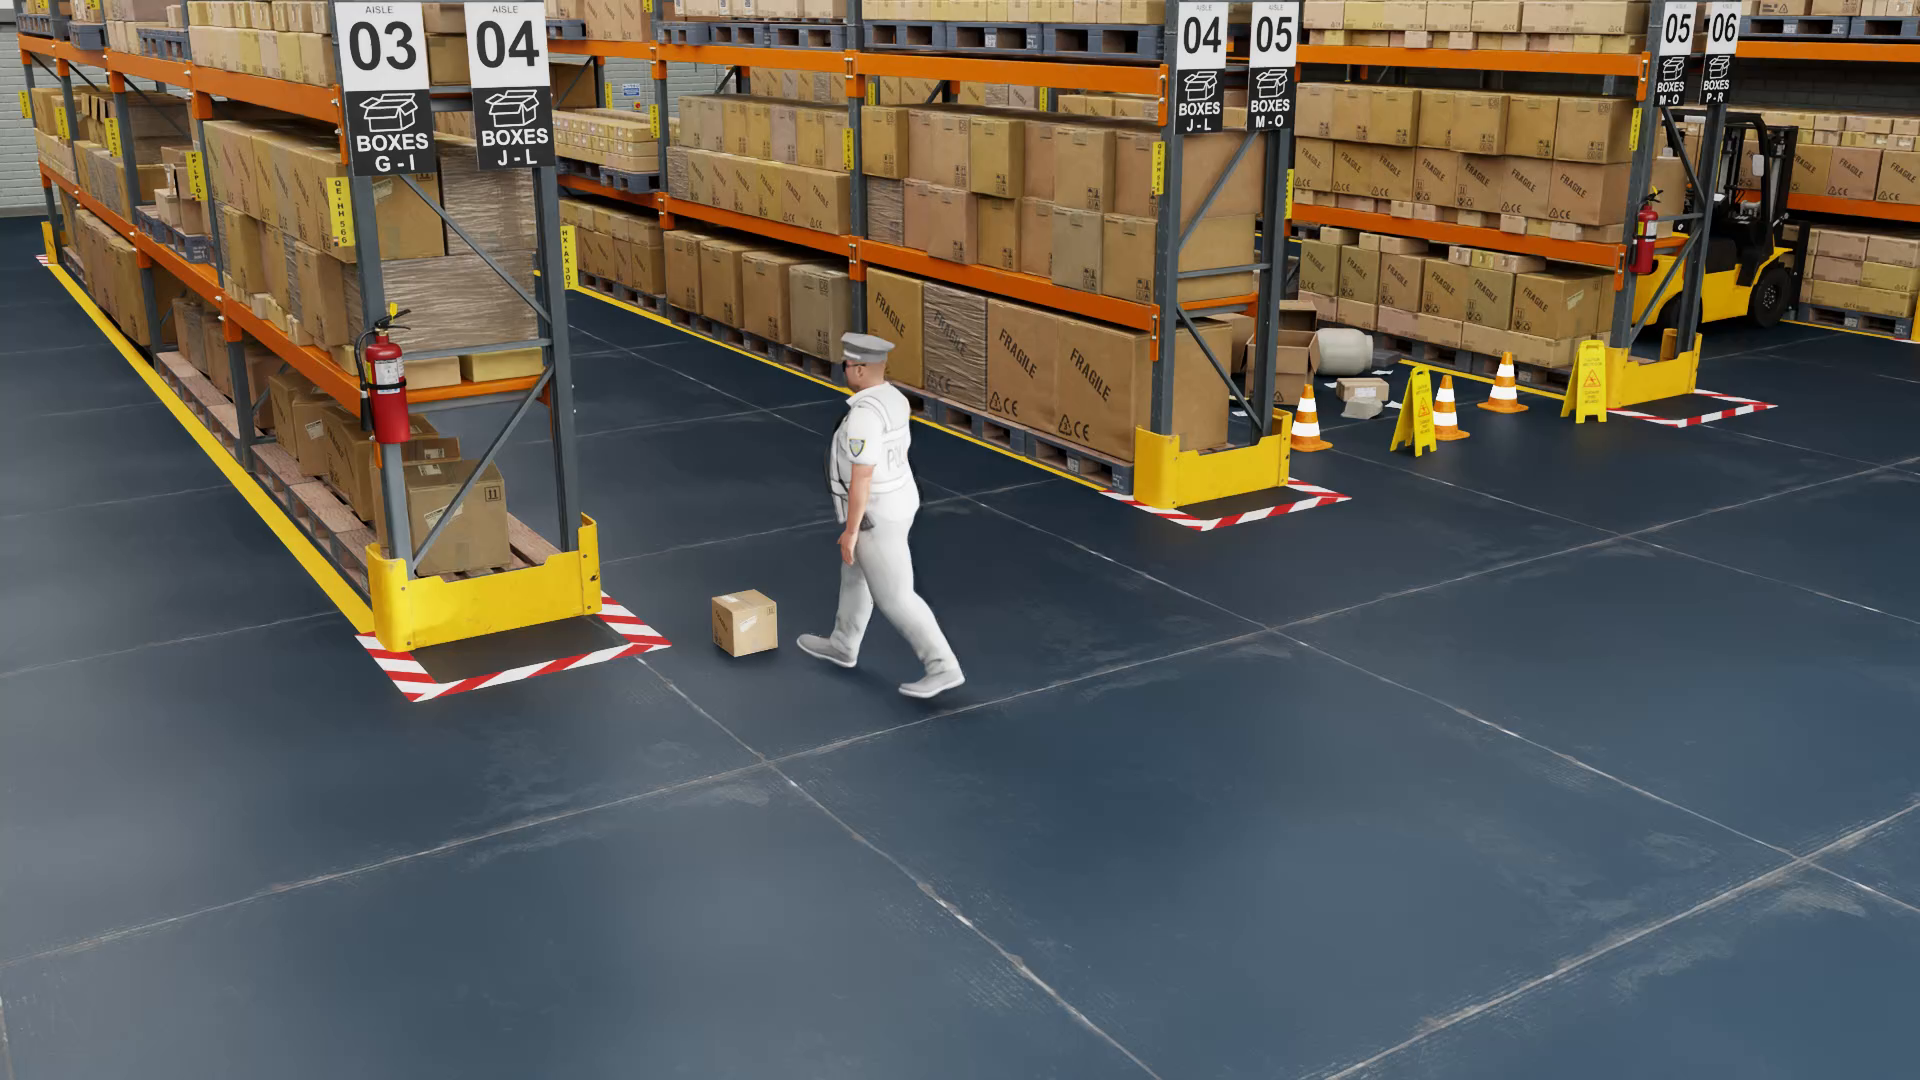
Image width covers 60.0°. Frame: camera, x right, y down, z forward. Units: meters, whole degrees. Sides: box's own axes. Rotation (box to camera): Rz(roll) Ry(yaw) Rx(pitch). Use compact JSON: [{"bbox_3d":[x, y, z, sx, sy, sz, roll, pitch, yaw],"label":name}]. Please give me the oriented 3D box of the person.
[{"bbox_3d":[-0.415,-0.121,7.916,0.926,1.723,0.560,4,18,11],"label":"person"}]
